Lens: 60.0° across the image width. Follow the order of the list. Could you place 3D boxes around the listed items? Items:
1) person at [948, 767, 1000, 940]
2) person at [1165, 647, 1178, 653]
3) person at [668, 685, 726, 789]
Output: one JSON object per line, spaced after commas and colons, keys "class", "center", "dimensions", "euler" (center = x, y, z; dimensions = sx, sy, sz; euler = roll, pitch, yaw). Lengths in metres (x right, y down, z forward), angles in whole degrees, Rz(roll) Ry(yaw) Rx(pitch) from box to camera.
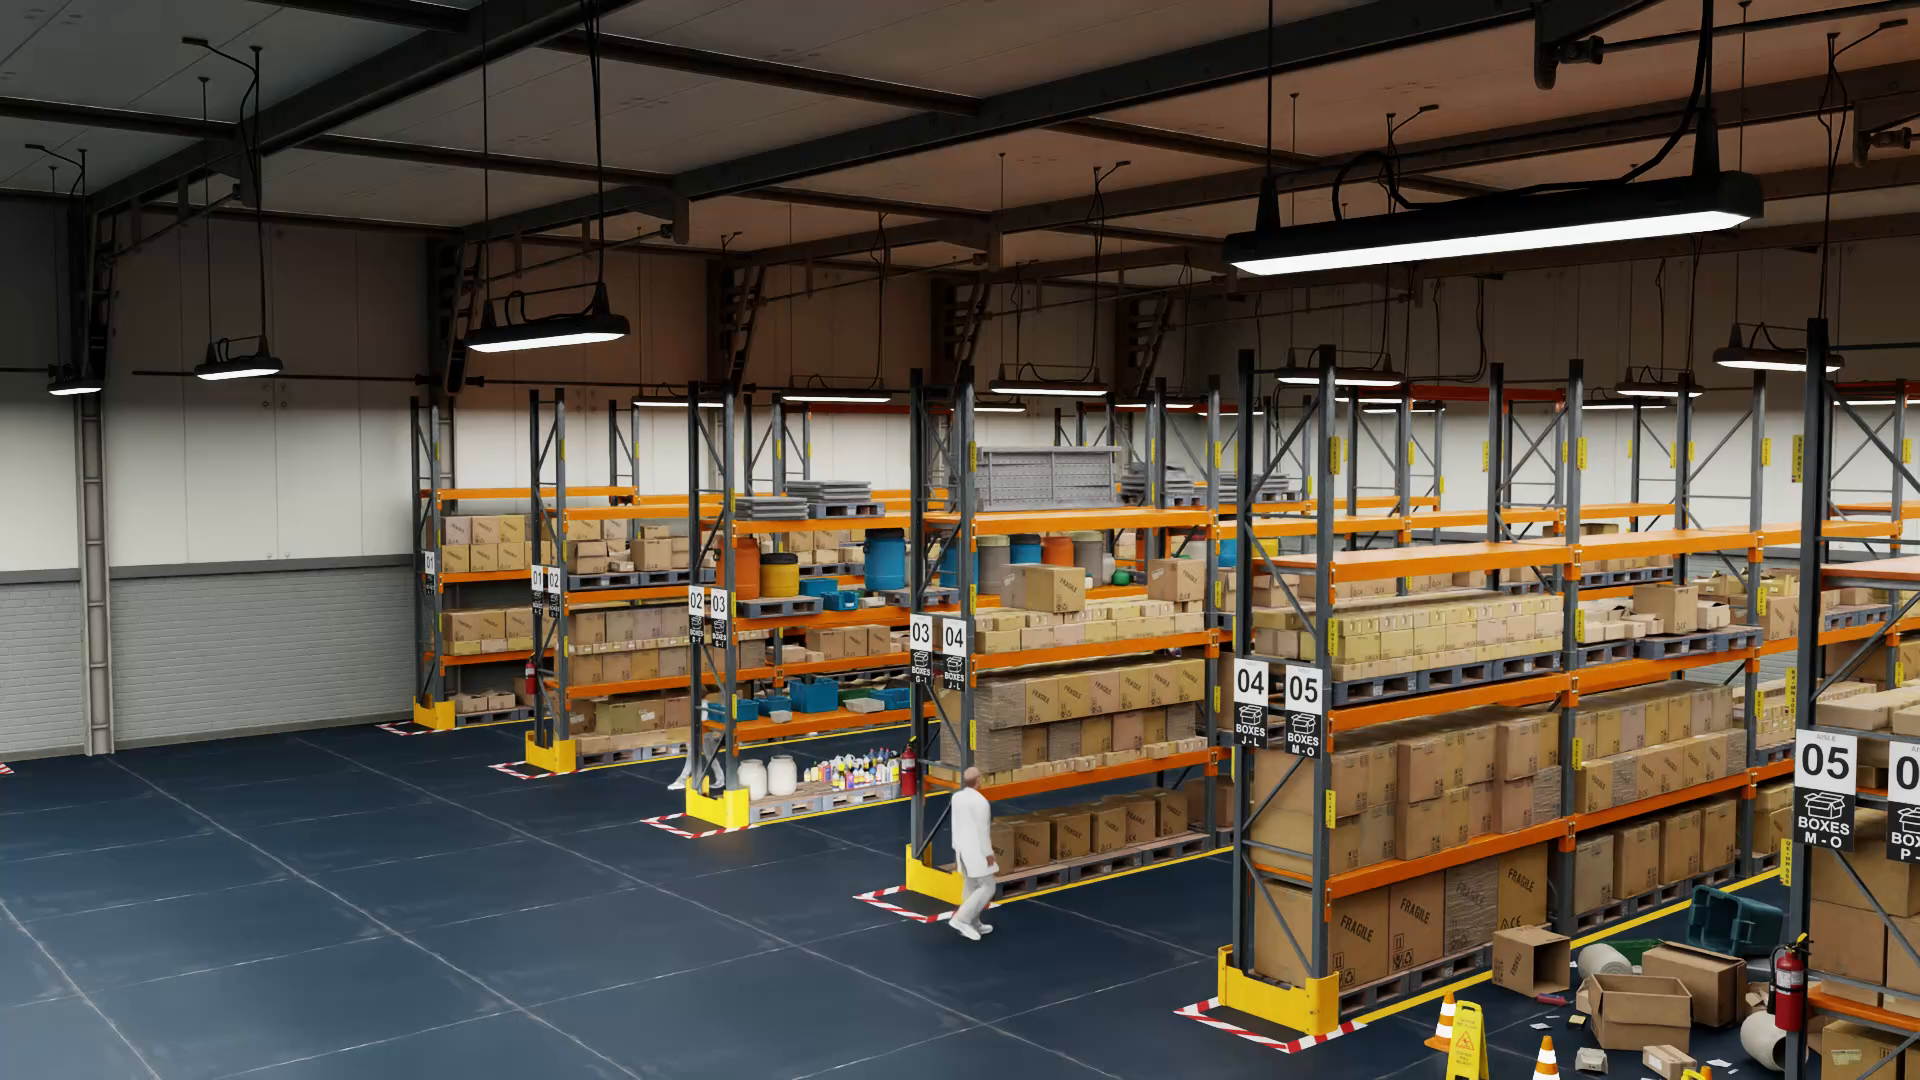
{"class": "person", "center": [0.108, 3.256, 17.327], "dimensions": [0.570, 1.777, 0.612], "euler": [-2, 4, -26]}
{"class": "person", "center": [4.010, 2.444, 31.128], "dimensions": [0.534, 1.786, 0.577], "euler": [-3, 4, -39]}
{"class": "person", "center": [-3.896, 2.934, 24.567], "dimensions": [0.905, 1.523, 0.438], "euler": [-2, 4, -32]}
